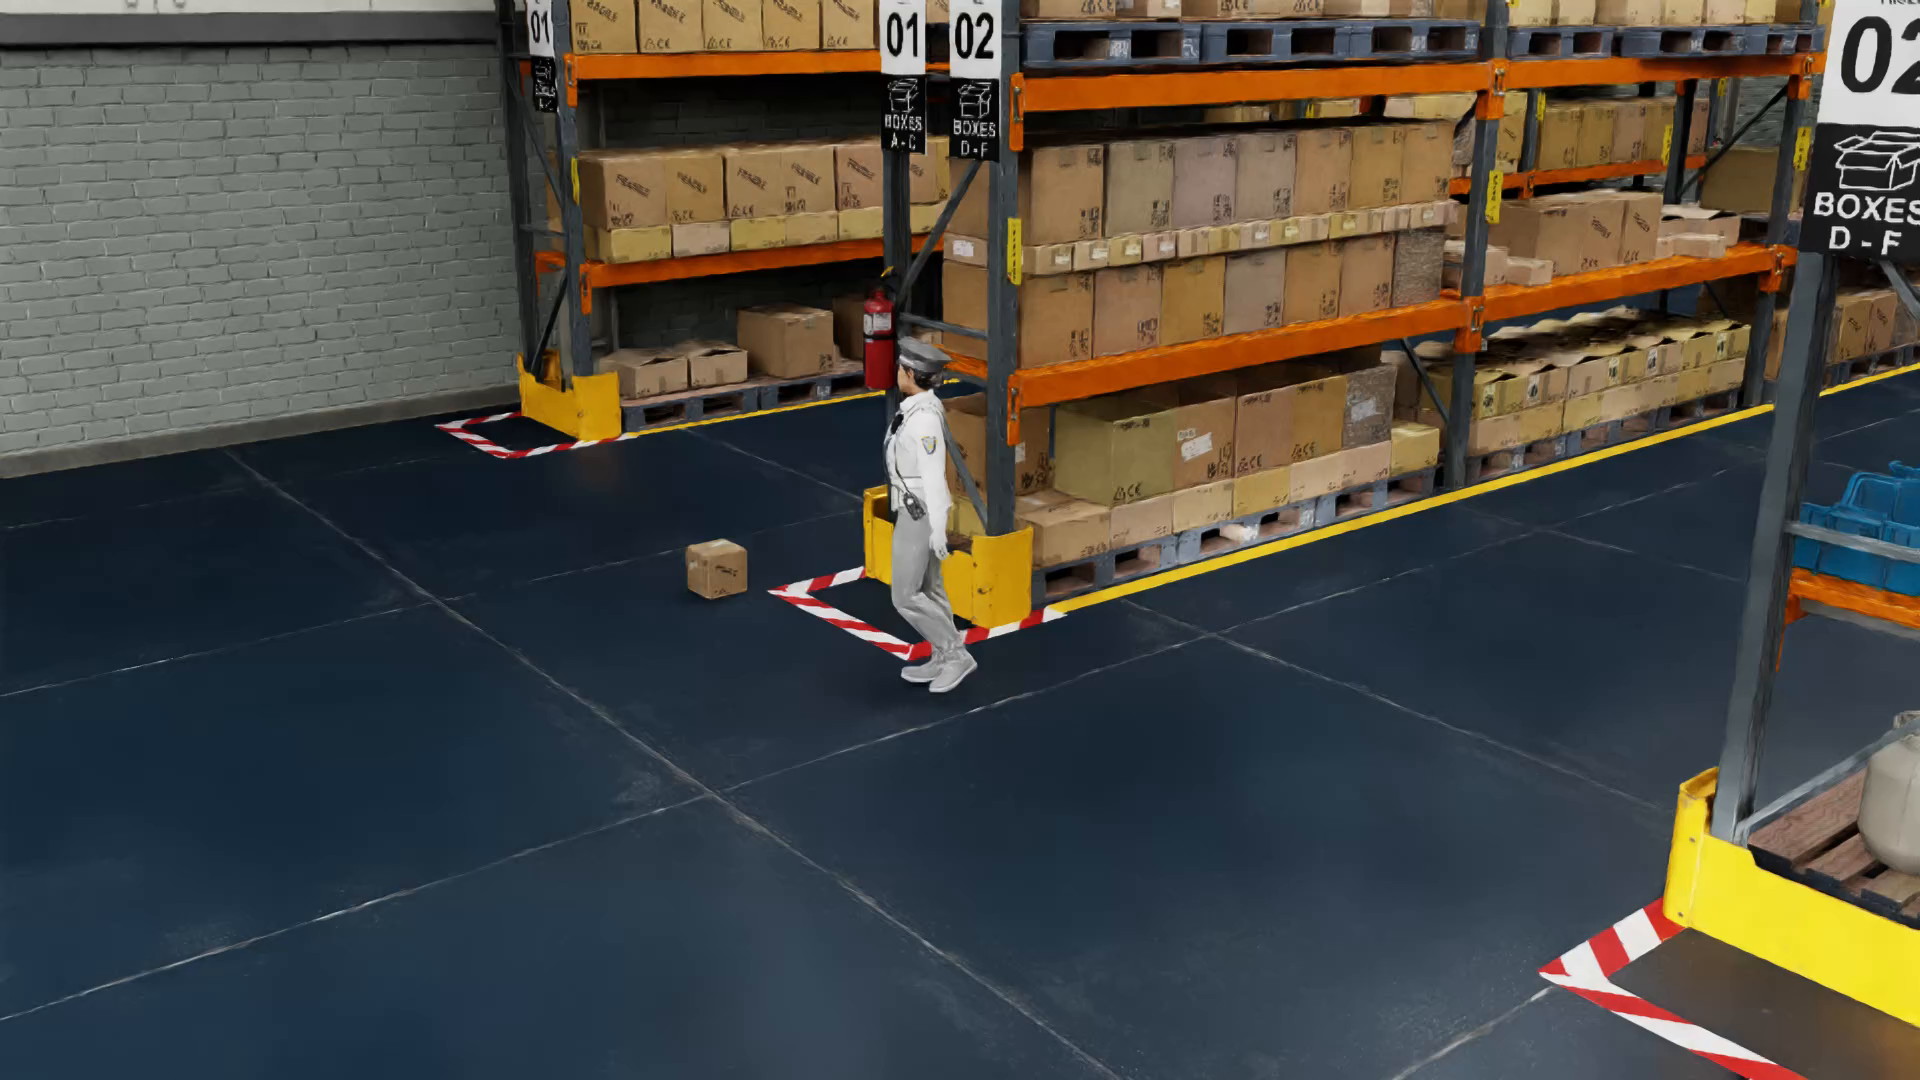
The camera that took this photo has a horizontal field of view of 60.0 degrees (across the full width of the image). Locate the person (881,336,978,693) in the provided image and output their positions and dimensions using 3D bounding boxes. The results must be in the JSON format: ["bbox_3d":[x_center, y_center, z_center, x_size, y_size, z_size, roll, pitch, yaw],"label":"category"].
[{"bbox_3d":[-0.136,-0.108,7.834,0.447,1.670,0.593,0,18,1],"label":"person"}]
